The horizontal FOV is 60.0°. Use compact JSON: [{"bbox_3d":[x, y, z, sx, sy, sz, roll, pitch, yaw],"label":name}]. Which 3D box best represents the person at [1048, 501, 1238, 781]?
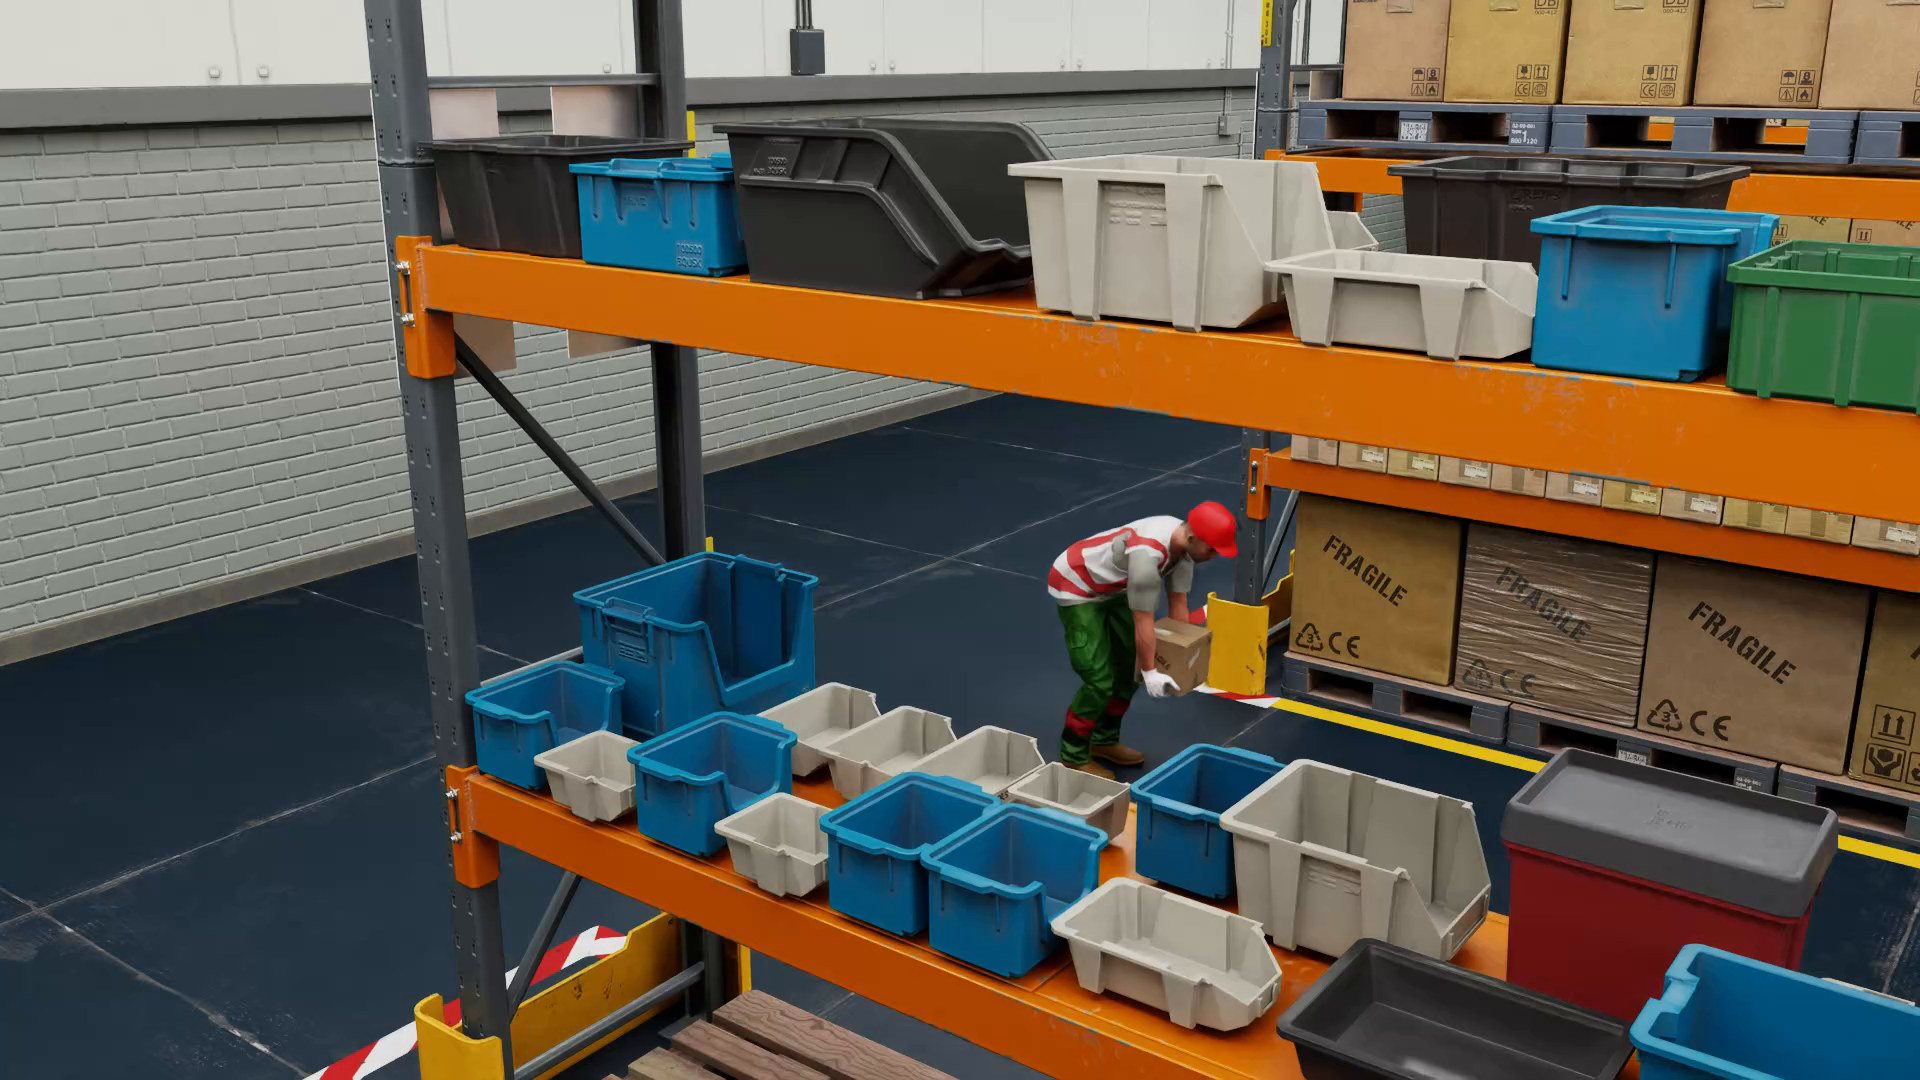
[{"bbox_3d":[0.831,0.452,7.654,0.888,1.393,0.496,11,20,33],"label":"person"}]
